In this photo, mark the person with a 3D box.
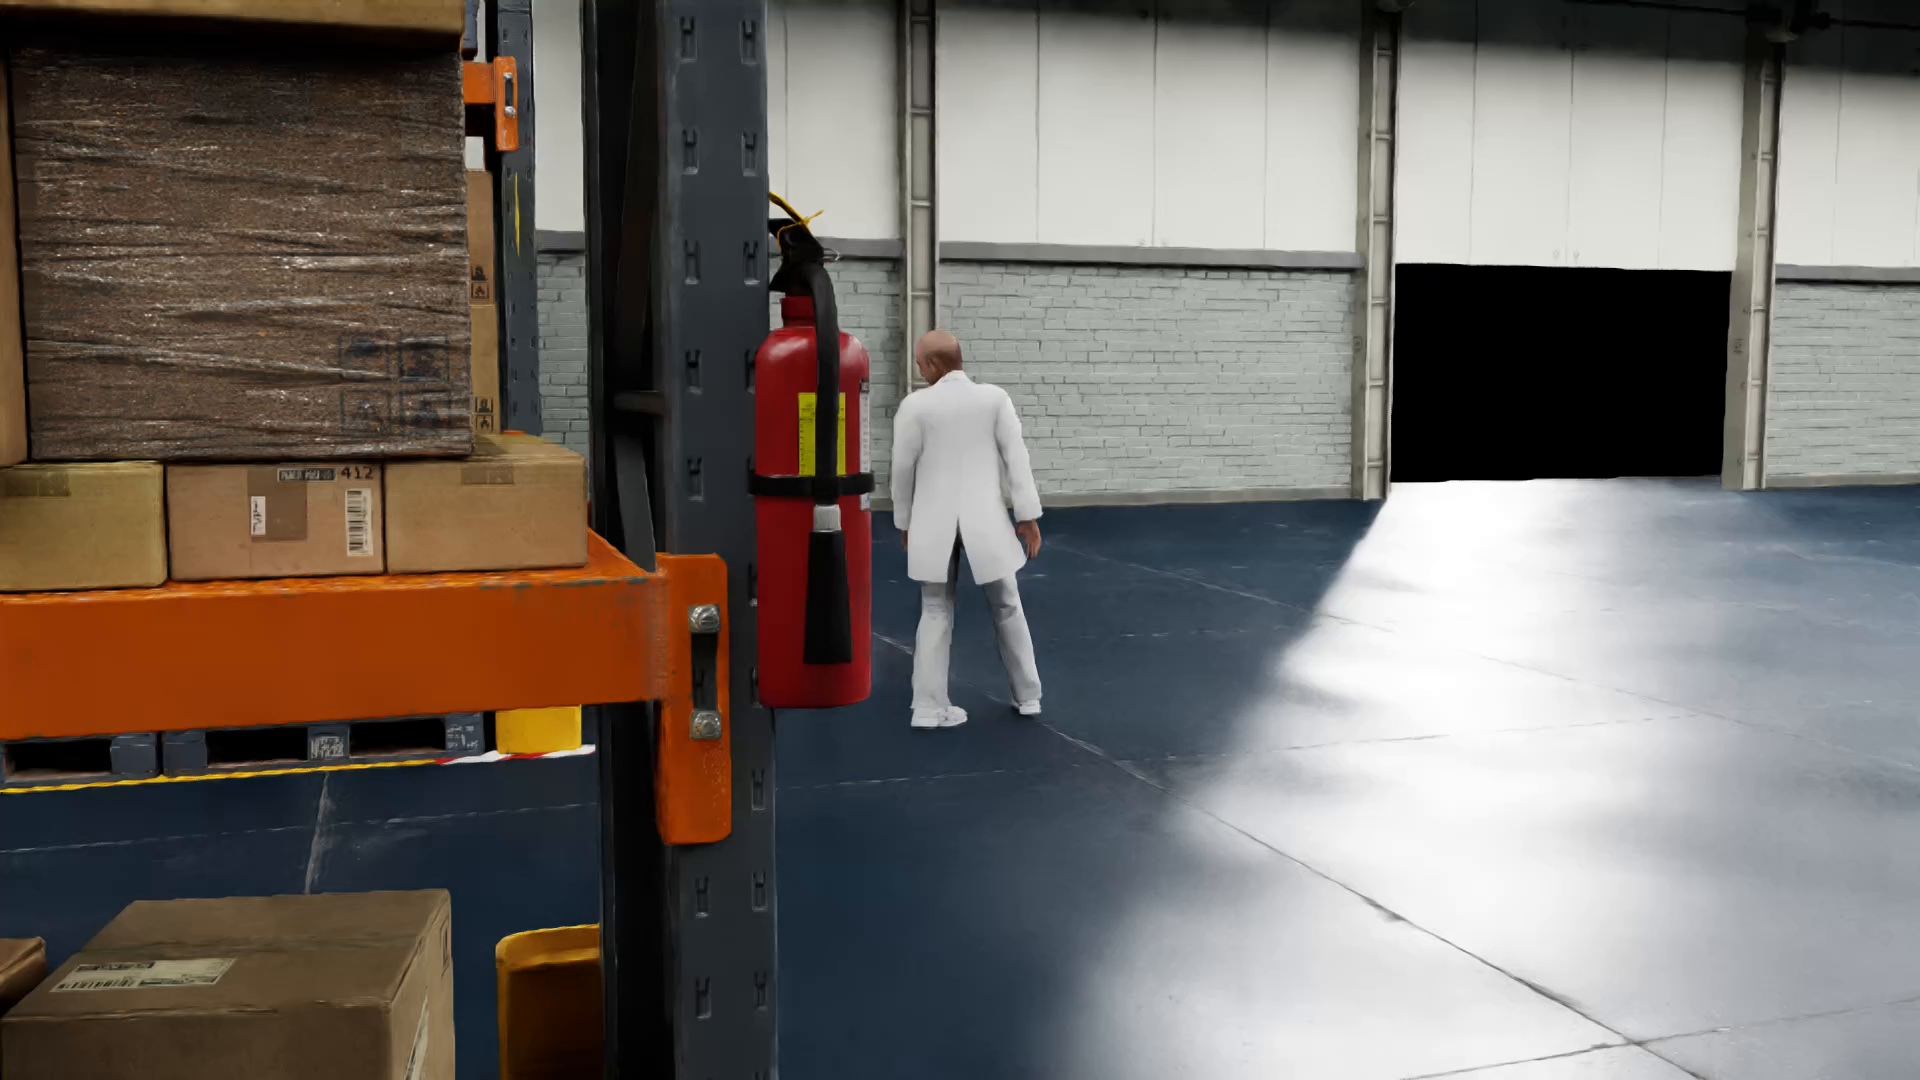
[{"bbox_3d":[0.030,-0.052,7.471,0.687,1.777,0.612,0,6,-1],"label":"person"}]
